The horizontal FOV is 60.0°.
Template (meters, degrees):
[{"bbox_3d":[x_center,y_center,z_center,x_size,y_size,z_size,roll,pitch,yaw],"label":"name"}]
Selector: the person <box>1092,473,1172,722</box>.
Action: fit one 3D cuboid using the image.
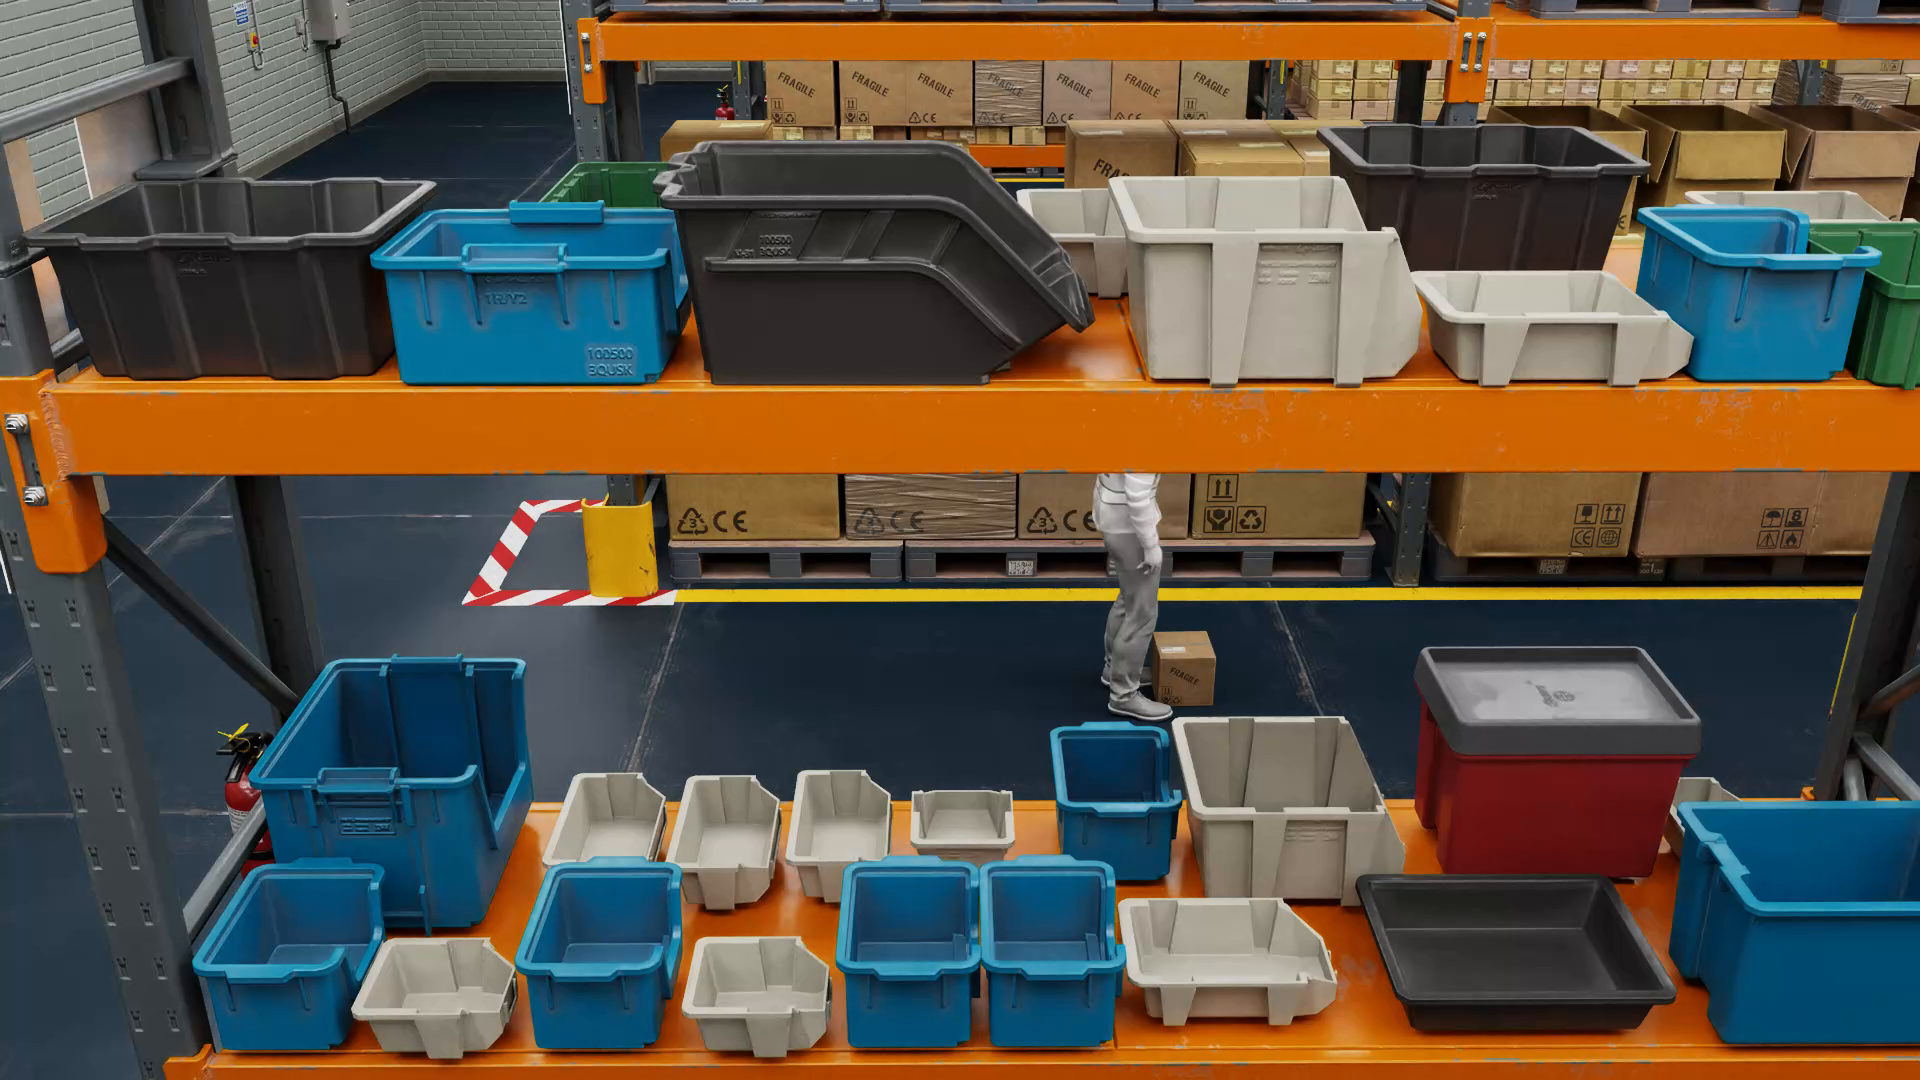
[{"bbox_3d":[0.764,-0.055,7.221,0.372,1.663,0.532,-1,24,-3],"label":"person"}]
